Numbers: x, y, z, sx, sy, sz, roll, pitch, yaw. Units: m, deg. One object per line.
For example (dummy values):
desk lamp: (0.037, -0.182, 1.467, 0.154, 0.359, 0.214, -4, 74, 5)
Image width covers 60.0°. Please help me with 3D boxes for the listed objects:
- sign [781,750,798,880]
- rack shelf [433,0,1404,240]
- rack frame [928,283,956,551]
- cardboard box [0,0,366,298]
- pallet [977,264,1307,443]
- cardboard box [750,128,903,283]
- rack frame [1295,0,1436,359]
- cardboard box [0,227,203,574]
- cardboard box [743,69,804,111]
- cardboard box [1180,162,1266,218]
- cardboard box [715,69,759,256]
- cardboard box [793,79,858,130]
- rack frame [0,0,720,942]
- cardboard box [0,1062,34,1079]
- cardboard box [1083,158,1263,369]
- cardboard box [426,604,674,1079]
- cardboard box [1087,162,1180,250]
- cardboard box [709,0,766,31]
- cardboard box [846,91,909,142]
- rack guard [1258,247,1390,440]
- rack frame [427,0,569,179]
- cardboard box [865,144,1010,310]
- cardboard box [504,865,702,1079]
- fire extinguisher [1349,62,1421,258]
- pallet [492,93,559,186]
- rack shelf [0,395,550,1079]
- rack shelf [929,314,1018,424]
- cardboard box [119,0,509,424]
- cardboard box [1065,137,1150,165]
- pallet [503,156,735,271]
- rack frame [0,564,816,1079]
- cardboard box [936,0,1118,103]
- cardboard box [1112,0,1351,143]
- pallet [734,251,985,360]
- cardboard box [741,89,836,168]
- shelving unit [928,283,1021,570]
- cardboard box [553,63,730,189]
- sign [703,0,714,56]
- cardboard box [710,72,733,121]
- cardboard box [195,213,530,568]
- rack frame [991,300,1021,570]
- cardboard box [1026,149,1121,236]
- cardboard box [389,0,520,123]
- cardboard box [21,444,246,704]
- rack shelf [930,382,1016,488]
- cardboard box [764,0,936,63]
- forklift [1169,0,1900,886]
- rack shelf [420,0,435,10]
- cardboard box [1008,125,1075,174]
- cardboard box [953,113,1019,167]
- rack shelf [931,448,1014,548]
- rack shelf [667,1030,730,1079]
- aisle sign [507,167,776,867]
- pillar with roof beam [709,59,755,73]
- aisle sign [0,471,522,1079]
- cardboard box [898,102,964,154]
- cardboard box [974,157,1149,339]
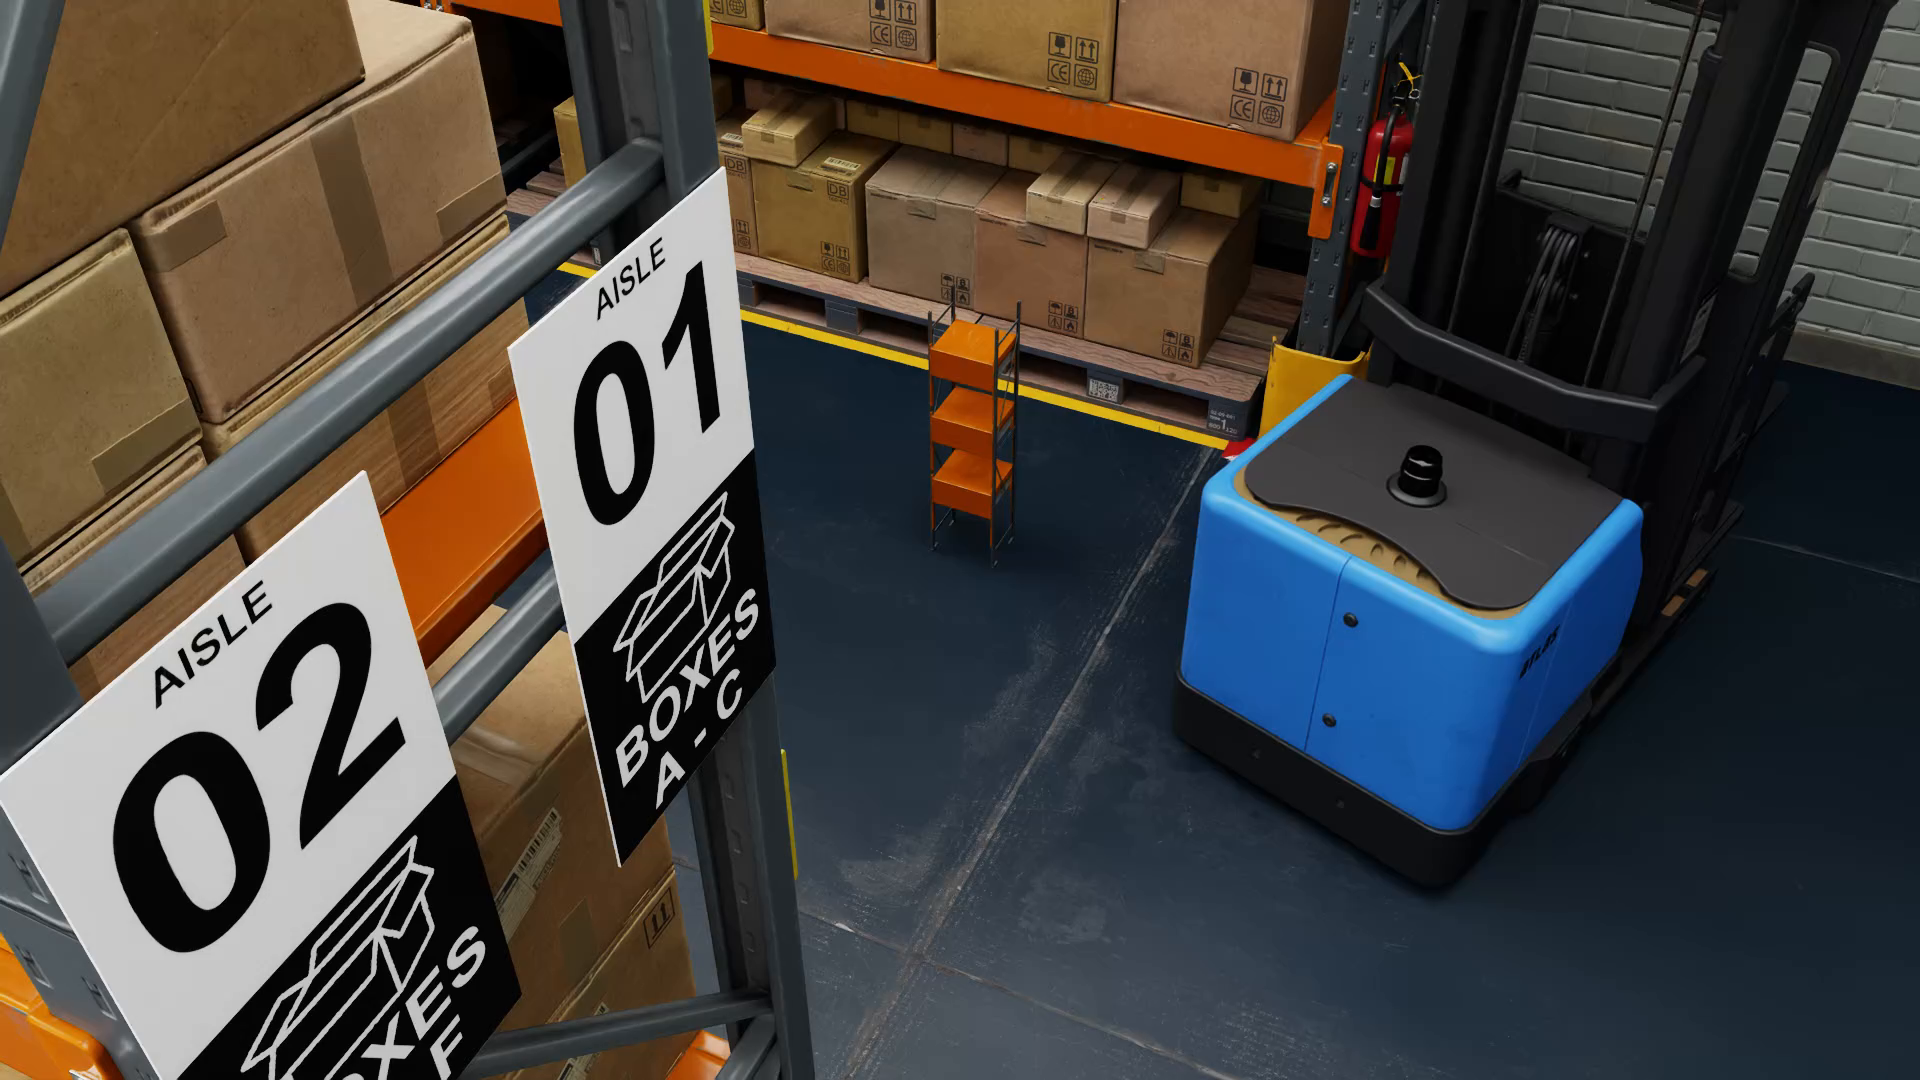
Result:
sign: (-0.303, 0.487, 2.737, 0.005, 0.325, 0.100, 17, 44, 19)
rack shelf: (-0.254, -2.087, 6.917, 4.000, 0.370, 1.077, 17, 44, 19)
rack frame: (-0.062, -0.416, 5.928, 0.008, 1.050, 0.200, 17, 44, 19)
cardboard box: (-1.005, -0.545, 1.459, 0.500, 0.500, 0.700, 17, 44, 19)
pallet: (0.801, -0.926, 7.158, 1.213, 0.211, 1.003, 17, 44, 19)
cardboard box: (-0.514, -1.574, 7.364, 0.500, 0.500, 0.700, 18, 44, 20)
rack frame: (1.559, -1.805, 6.042, 0.127, 3.000, 1.000, 17, 44, 19)
cardboard box: (-1.106, -0.120, 1.541, 0.500, 0.250, 0.500, 17, 44, 19)
cardboard box: (-0.762, -2.045, 7.412, 0.250, 0.149, 0.380, 16, 43, 17)
cardboard box: (1.080, -1.483, 6.763, 0.250, 0.149, 0.380, 17, 44, 19)
cardboard box: (-0.978, -1.718, 7.530, 0.500, 0.500, 0.700, 17, 44, 18)
cardboard box: (-0.533, -1.974, 7.330, 0.250, 0.149, 0.380, 17, 44, 19)
rack frame: (-0.532, -1.131, 0.684, 0.127, 3.000, 1.000, 17, 44, 19)
cardboard box: (-1.052, 0.761, 2.243, 0.500, 0.500, 0.500, 17, 44, 18)
cardboard box: (0.882, -1.154, 6.879, 0.500, 0.500, 0.700, 17, 44, 19)
cardboard box: (-0.823, 0.441, 2.611, 0.500, 0.500, 0.500, 18, 44, 20)
cardboard box: (0.688, -1.326, 6.583, 0.250, 0.149, 0.380, 16, 44, 18)
cardboard box: (-0.922, -2.661, 6.801, 0.700, 0.700, 0.980, 16, 43, 18)
cardboard box: (-0.299, -1.903, 7.248, 0.250, 0.149, 0.380, 16, 43, 18)
rack guard: (1.580, -0.854, 6.853, 0.348, 0.500, 1.175, 17, 44, 19)
rack frame: (-2.066, -2.913, 7.320, 0.127, 3.000, 1.000, 17, 44, 19)
cardboard box: (-0.028, -1.431, 7.199, 0.500, 0.500, 0.700, 16, 43, 17)
cardboard box: (-0.823, 0.819, 2.939, 0.500, 0.500, 0.500, 18, 44, 20)
fire extinguisher: (1.500, -1.319, 5.826, 0.183, 0.674, 0.296, 17, 44, 19)
pallet: (-2.797, -2.028, 8.429, 1.213, 0.211, 1.003, 17, 44, 19)
rack shelf: (-2.345, -0.279, 2.541, 4.000, 0.370, 1.077, 17, 44, 19)
rack shelf: (0.048, -0.588, 5.710, 0.240, 0.259, 0.215, 17, 44, 19)
cardboard box: (-0.888, -0.426, 1.894, 0.500, 0.250, 0.500, 17, 44, 19)
cardboard box: (0.620, -1.623, 6.925, 0.250, 0.149, 0.380, 17, 44, 19)
pallet: (-1.410, -1.602, 7.937, 1.213, 0.211, 1.003, 17, 44, 19)
rack frame: (-0.532, 1.136, 2.649, 0.127, 3.000, 1.000, 17, 44, 19)
cardboard box: (0.428, -2.249, 6.325, 0.700, 0.700, 0.980, 17, 44, 18)
cardboard box: (1.092, -2.054, 6.100, 0.700, 0.700, 0.980, 19, 44, 21)
pallet: (-0.301, -1.265, 7.548, 1.213, 0.211, 1.003, 17, 44, 19)
cardboard box: (-0.726, -1.757, 7.079, 0.250, 0.149, 0.380, 16, 43, 17)
shelving unit: (0.048, -0.382, 5.889, 0.252, 1.050, 0.215, 17, 44, 19)
cardboard box: (-1.432, -1.859, 7.692, 0.500, 0.500, 0.700, 18, 44, 19)
sign: (-0.303, -0.650, 1.752, 0.005, 0.325, 0.100, 17, 44, 19)
cardboard box: (-1.199, -1.901, 7.246, 0.250, 0.149, 0.380, 18, 44, 20)
cardboard box: (-0.891, -0.234, 2.054, 0.500, 0.250, 0.500, 17, 44, 19)
rack frame: (0.159, -0.348, 5.850, 0.008, 1.050, 0.200, 17, 44, 19)
cardboard box: (0.457, -1.397, 6.664, 0.250, 0.149, 0.380, 18, 44, 20)
cardboard box: (-2.710, -2.362, 8.006, 0.750, 0.750, 0.750, 17, 44, 19)
cardboard box: (-1.110, 0.074, 1.699, 0.500, 0.250, 0.500, 17, 44, 19)
rack shelf: (0.048, -0.374, 5.896, 0.240, 0.259, 0.215, 17, 44, 19)
cardboard box: (-0.259, -2.465, 6.575, 0.700, 0.700, 0.980, 15, 43, 17)
forklift: (2.044, -0.962, 5.122, 1.130, 2.935, 3.031, 30, 49, 30)
rack shelf: (-3.879, -3.195, 8.195, 4.000, 0.370, 1.077, 17, 44, 19)
cardboard box: (0.394, -1.692, 7.005, 0.250, 0.149, 0.380, 17, 44, 19)
cardboard box: (0.163, -1.762, 7.086, 0.250, 0.149, 0.380, 18, 44, 19)
rack shelf: (0.048, -0.164, 6.078, 0.240, 0.259, 0.215, 17, 44, 19)
rack shelf: (-2.345, 0.854, 3.524, 4.000, 0.370, 1.077, 17, 44, 19)
aisle sign: (-0.347, -0.002, 1.977, 0.004, 0.787, 0.394, 17, 44, 19)
pillar with roof beam: (-2.886, -2.944, 2.776, 0.400, 9.000, 9.100, 17, 44, 19)
aisle sign: (-0.600, 0.355, 1.566, 0.004, 0.787, 0.394, 17, 44, 19)
cardboard box: (-0.070, -1.833, 7.167, 0.250, 0.149, 0.380, 17, 44, 19)
cardboard box: (0.428, -1.292, 7.039, 0.500, 0.500, 0.700, 17, 44, 19)
